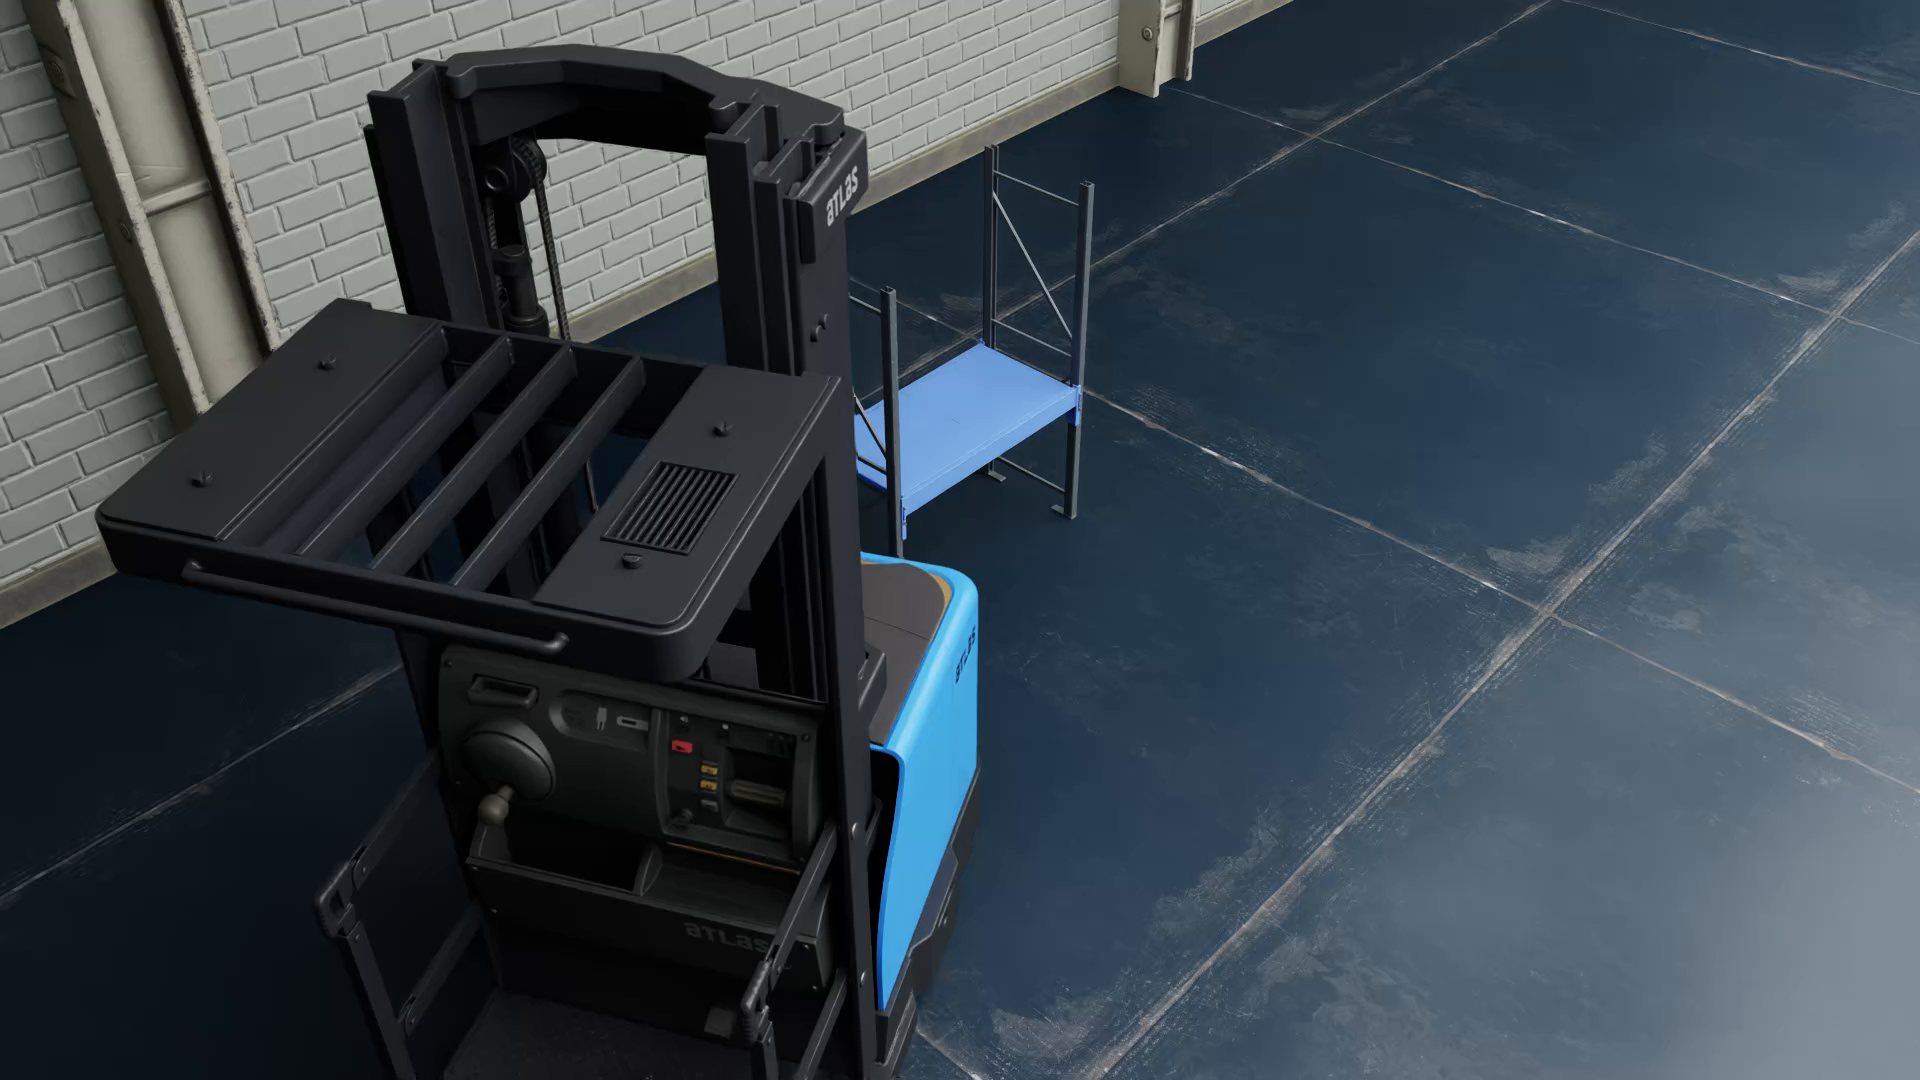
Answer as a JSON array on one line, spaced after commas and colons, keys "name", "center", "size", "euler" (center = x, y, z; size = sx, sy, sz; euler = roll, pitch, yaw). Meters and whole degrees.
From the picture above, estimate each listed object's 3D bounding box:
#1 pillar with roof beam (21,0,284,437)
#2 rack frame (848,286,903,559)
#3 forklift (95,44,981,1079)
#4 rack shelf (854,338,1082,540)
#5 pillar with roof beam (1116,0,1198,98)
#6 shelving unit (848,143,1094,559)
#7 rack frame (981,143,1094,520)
[{"name": "pillar with roof beam", "center": [0.329, -1.811, 1.797], "size": [9.100, 9.000, 0.400], "euler": [30, 47, 32]}, {"name": "rack frame", "center": [-0.400, -0.314, 5.940], "size": [0.500, 1.500, 0.032], "euler": [30, 47, 32]}, {"name": "forklift", "center": [-0.827, 0.586, 3.658], "size": [1.130, 2.935, 3.031], "euler": [10, 40, 12]}, {"name": "rack shelf", "center": [-0.058, -0.407, 6.346], "size": [0.538, 0.185, 1.000], "euler": [30, 47, 32]}, {"name": "pillar with roof beam", "center": [4.377, -4.567, 5.263], "size": [9.100, 9.000, 0.400], "euler": [30, 47, 32]}, {"name": "shelving unit", "center": [-0.058, -0.548, 6.234], "size": [0.538, 1.500, 1.048], "euler": [30, 47, 32]}, {"name": "rack frame", "center": [0.285, -0.781, 6.528], "size": [0.500, 1.500, 0.032], "euler": [30, 47, 32]}]
